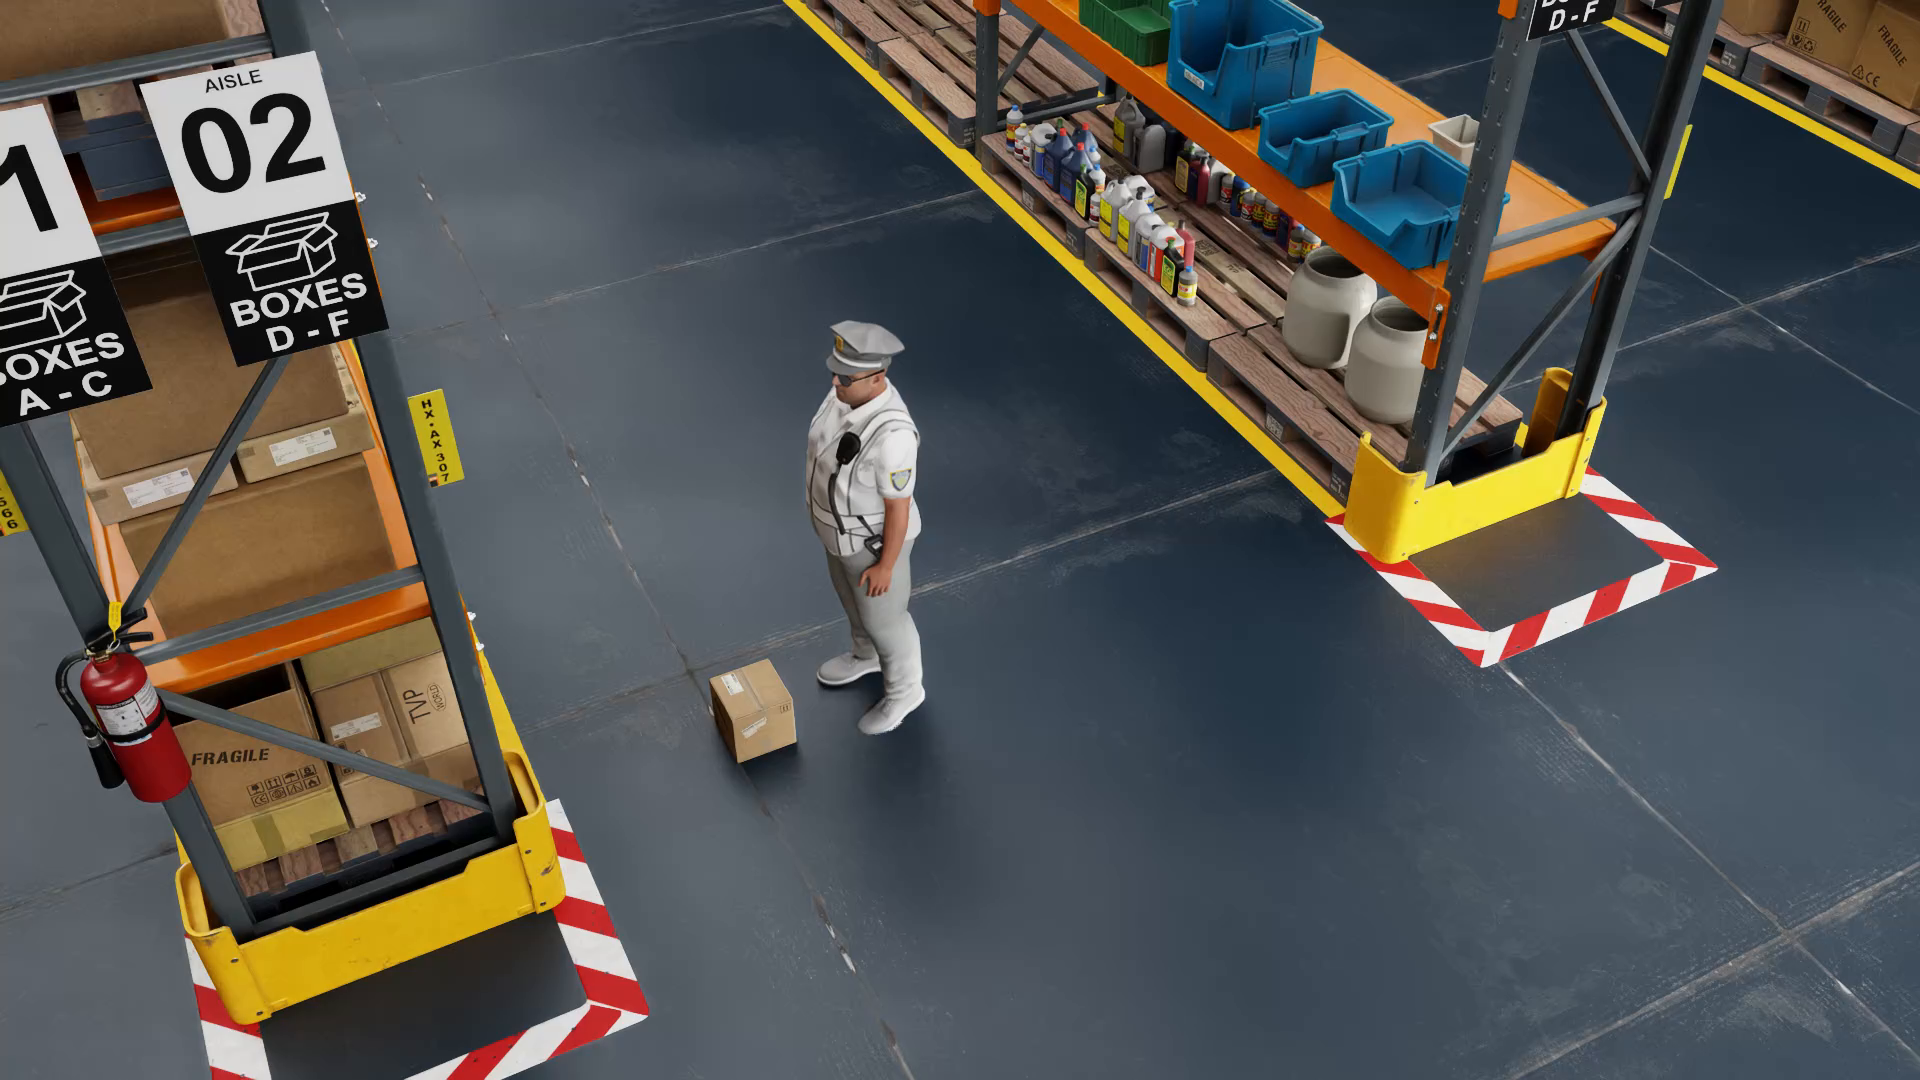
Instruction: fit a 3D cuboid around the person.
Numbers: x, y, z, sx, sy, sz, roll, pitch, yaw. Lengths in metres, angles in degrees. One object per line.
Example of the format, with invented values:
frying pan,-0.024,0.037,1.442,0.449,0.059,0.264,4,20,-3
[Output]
person,-0.359,-0.035,6.198,0.394,1.791,0.528,-18,44,-19
